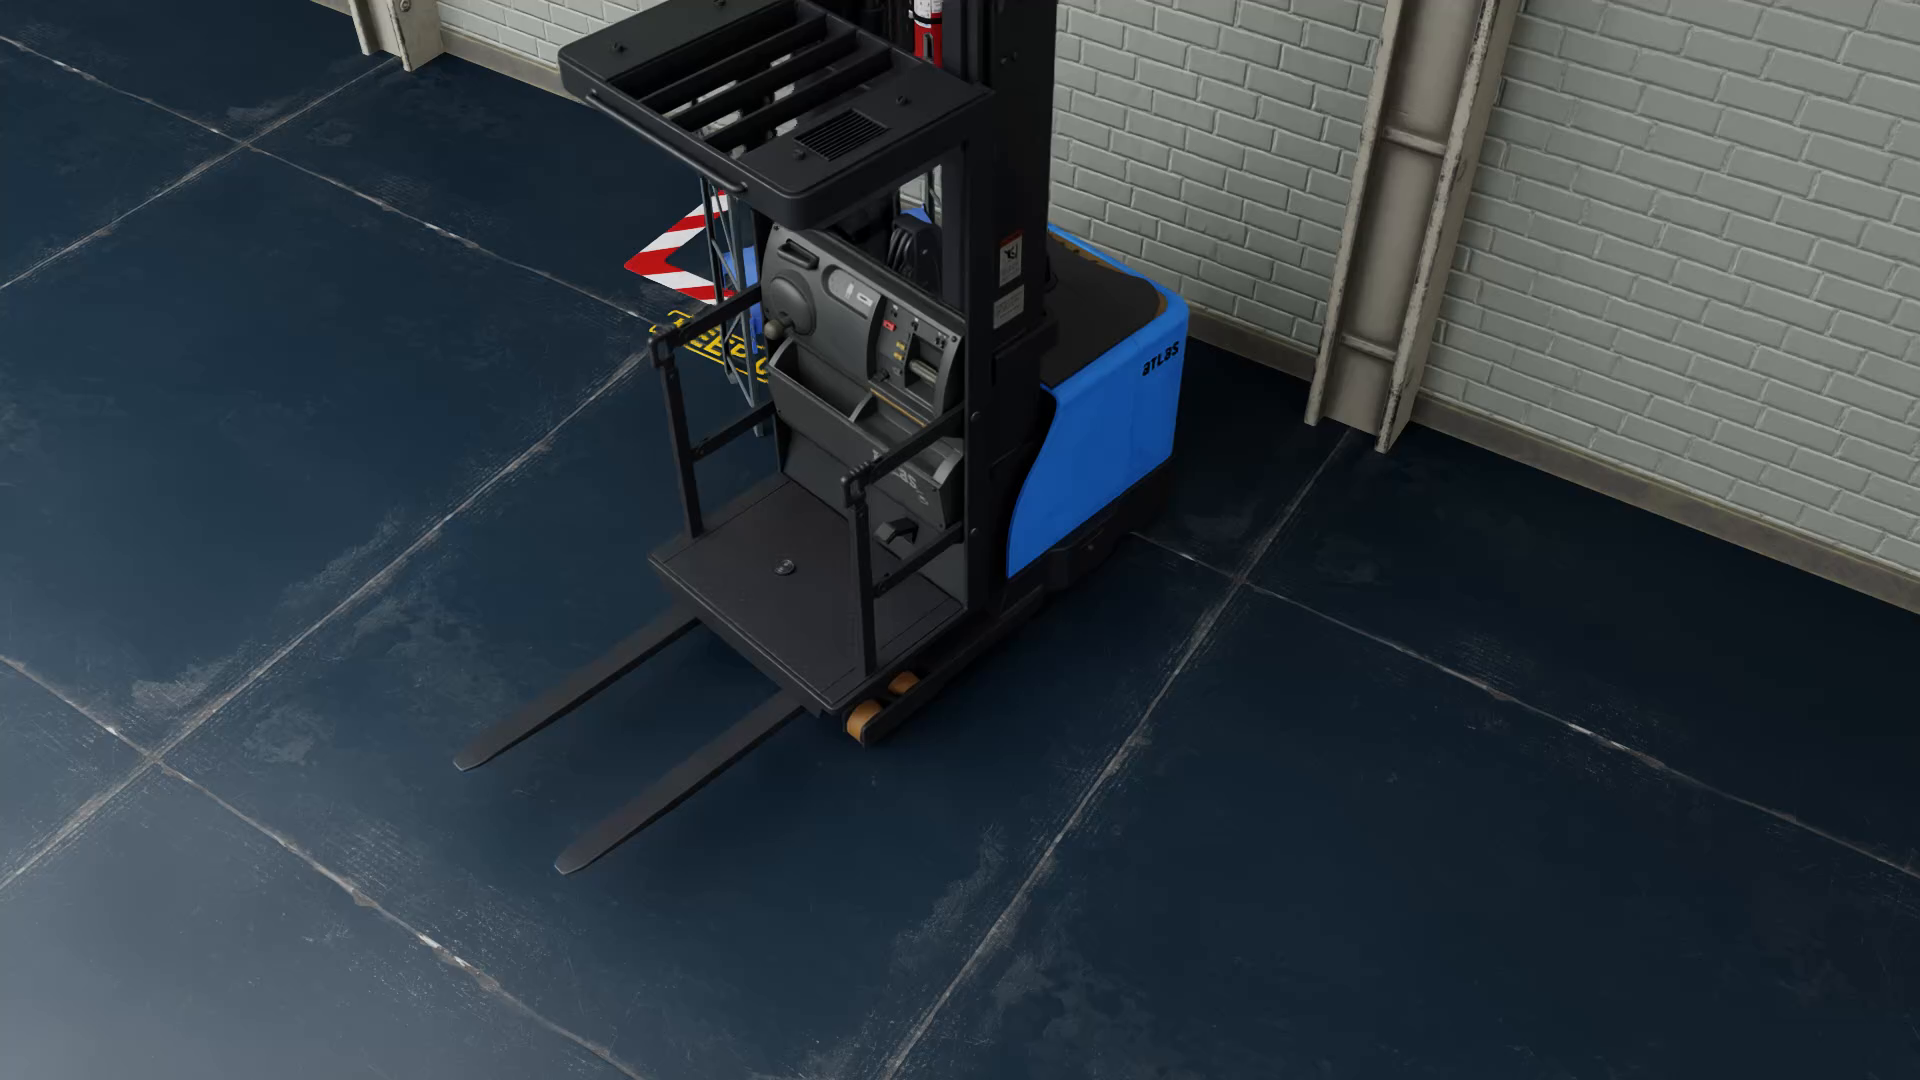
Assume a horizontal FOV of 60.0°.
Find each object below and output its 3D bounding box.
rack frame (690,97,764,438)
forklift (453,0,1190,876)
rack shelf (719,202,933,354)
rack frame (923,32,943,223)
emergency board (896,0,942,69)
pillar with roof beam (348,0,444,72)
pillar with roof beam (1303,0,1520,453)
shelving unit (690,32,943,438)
[{"bbox_3d":[-0.984,-1.147,7.041,0.032,1.500,0.500,-17,48,-15],"label":"rack frame"},{"bbox_3d":[-0.497,-0.681,5.590,1.130,2.935,3.031,35,55,29],"label":"forklift"},{"bbox_3d":[-0.515,-1.162,7.306,1.000,0.185,0.538,-17,48,-15],"label":"rack shelf"},{"bbox_3d":[-0.045,-1.427,7.312,0.032,1.500,0.500,-17,48,-15],"label":"rack frame"},{"bbox_3d":[-0.265,-2.574,7.382,0.643,1.169,0.194,25,51,22],"label":"emergency board"},{"bbox_3d":[-5.580,-3.409,4.010,0.400,9.000,9.100,25,51,22],"label":"pillar with roof beam"},{"bbox_3d":[-0.529,-1.086,1.753,0.400,9.000,9.100,25,51,22],"label":"pillar with roof beam"},{"bbox_3d":[-0.515,-1.287,7.177,1.048,1.500,0.538,-17,48,-15],"label":"shelving unit"}]
